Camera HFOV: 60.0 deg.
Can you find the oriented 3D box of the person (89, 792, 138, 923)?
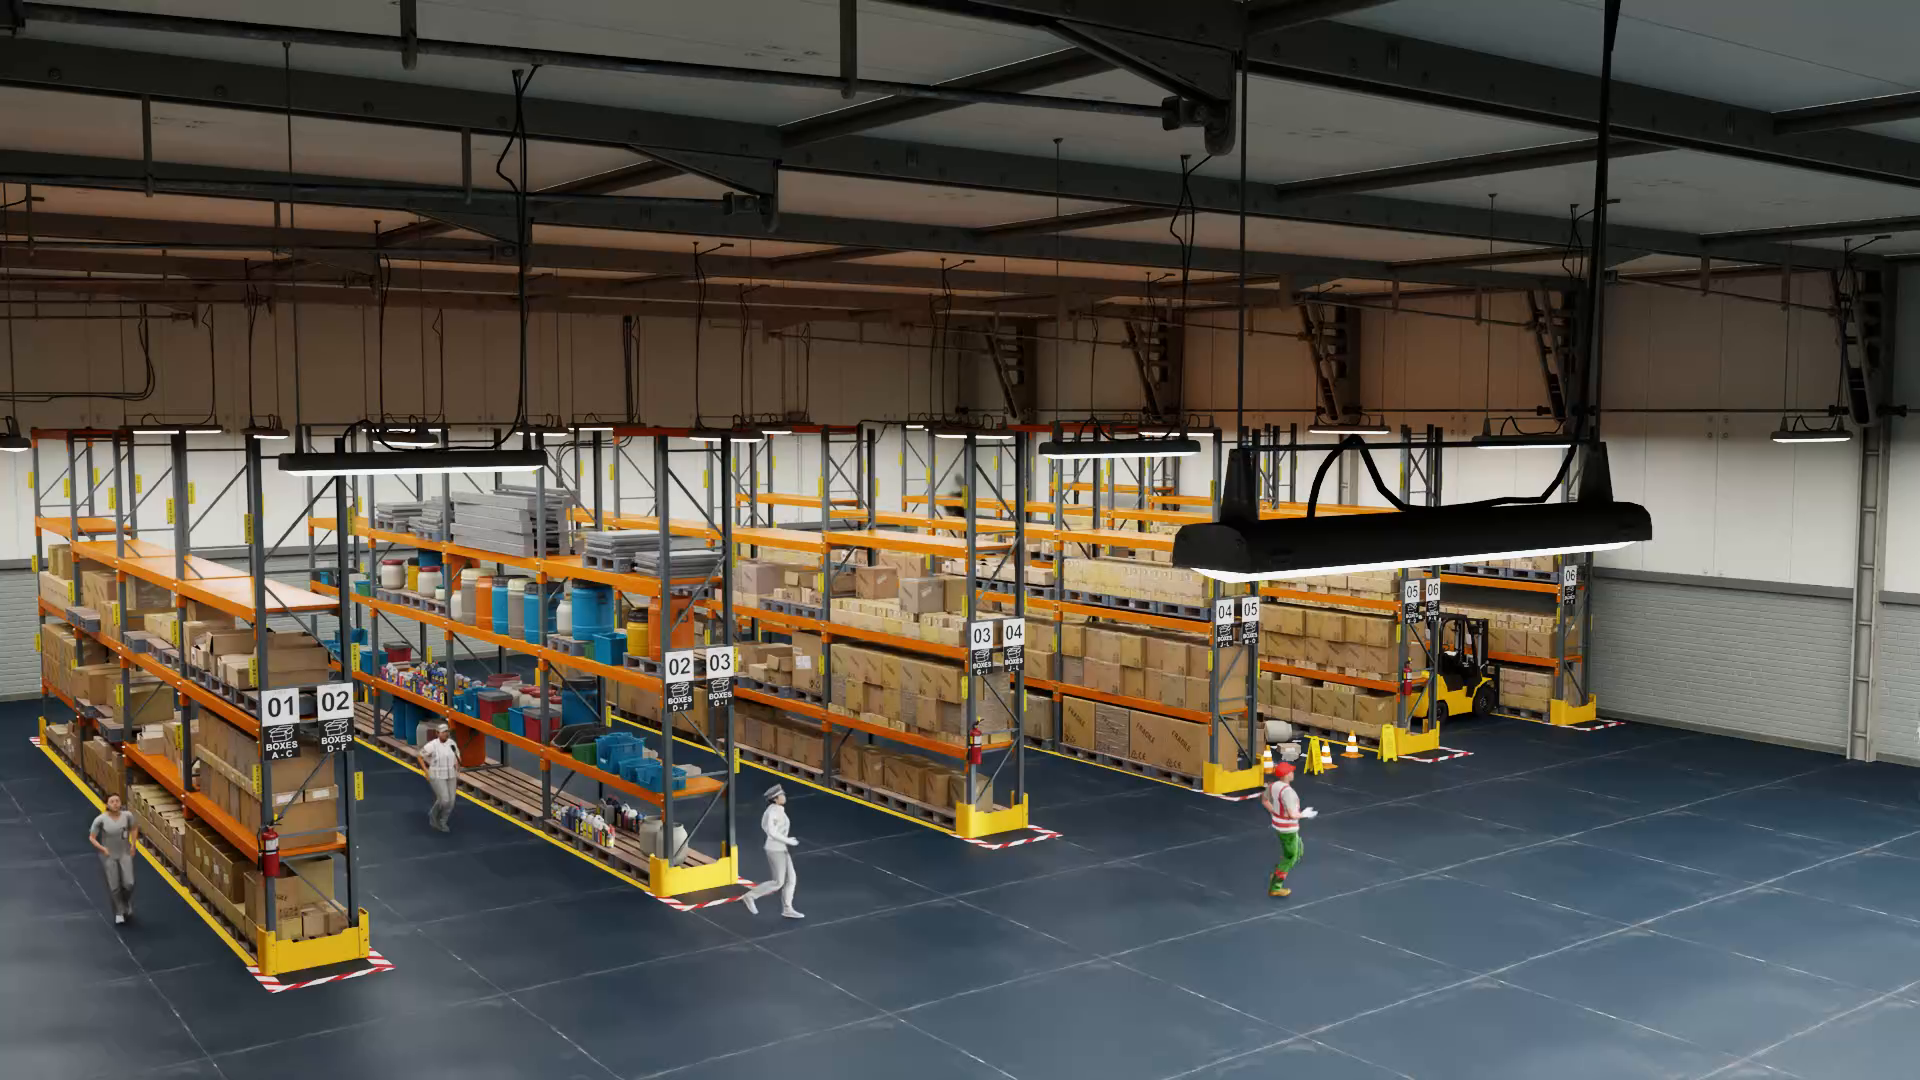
[{"bbox_3d":[-10.390,3.906,20.463,0.567,1.632,0.550,-3,5,-34],"label":"person"}]

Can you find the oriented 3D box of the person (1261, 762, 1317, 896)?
[{"bbox_3d":[4.292,3.744,21.612,0.604,1.750,0.640,-1,5,-8],"label":"person"}]

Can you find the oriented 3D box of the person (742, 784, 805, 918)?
[{"bbox_3d":[-2.334,3.874,20.732,0.774,1.678,0.637,0,4,-6],"label":"person"}]

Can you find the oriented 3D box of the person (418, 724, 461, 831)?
[{"bbox_3d":[-7.711,3.561,24.858,0.583,1.629,0.592,4,6,45],"label":"person"}]
